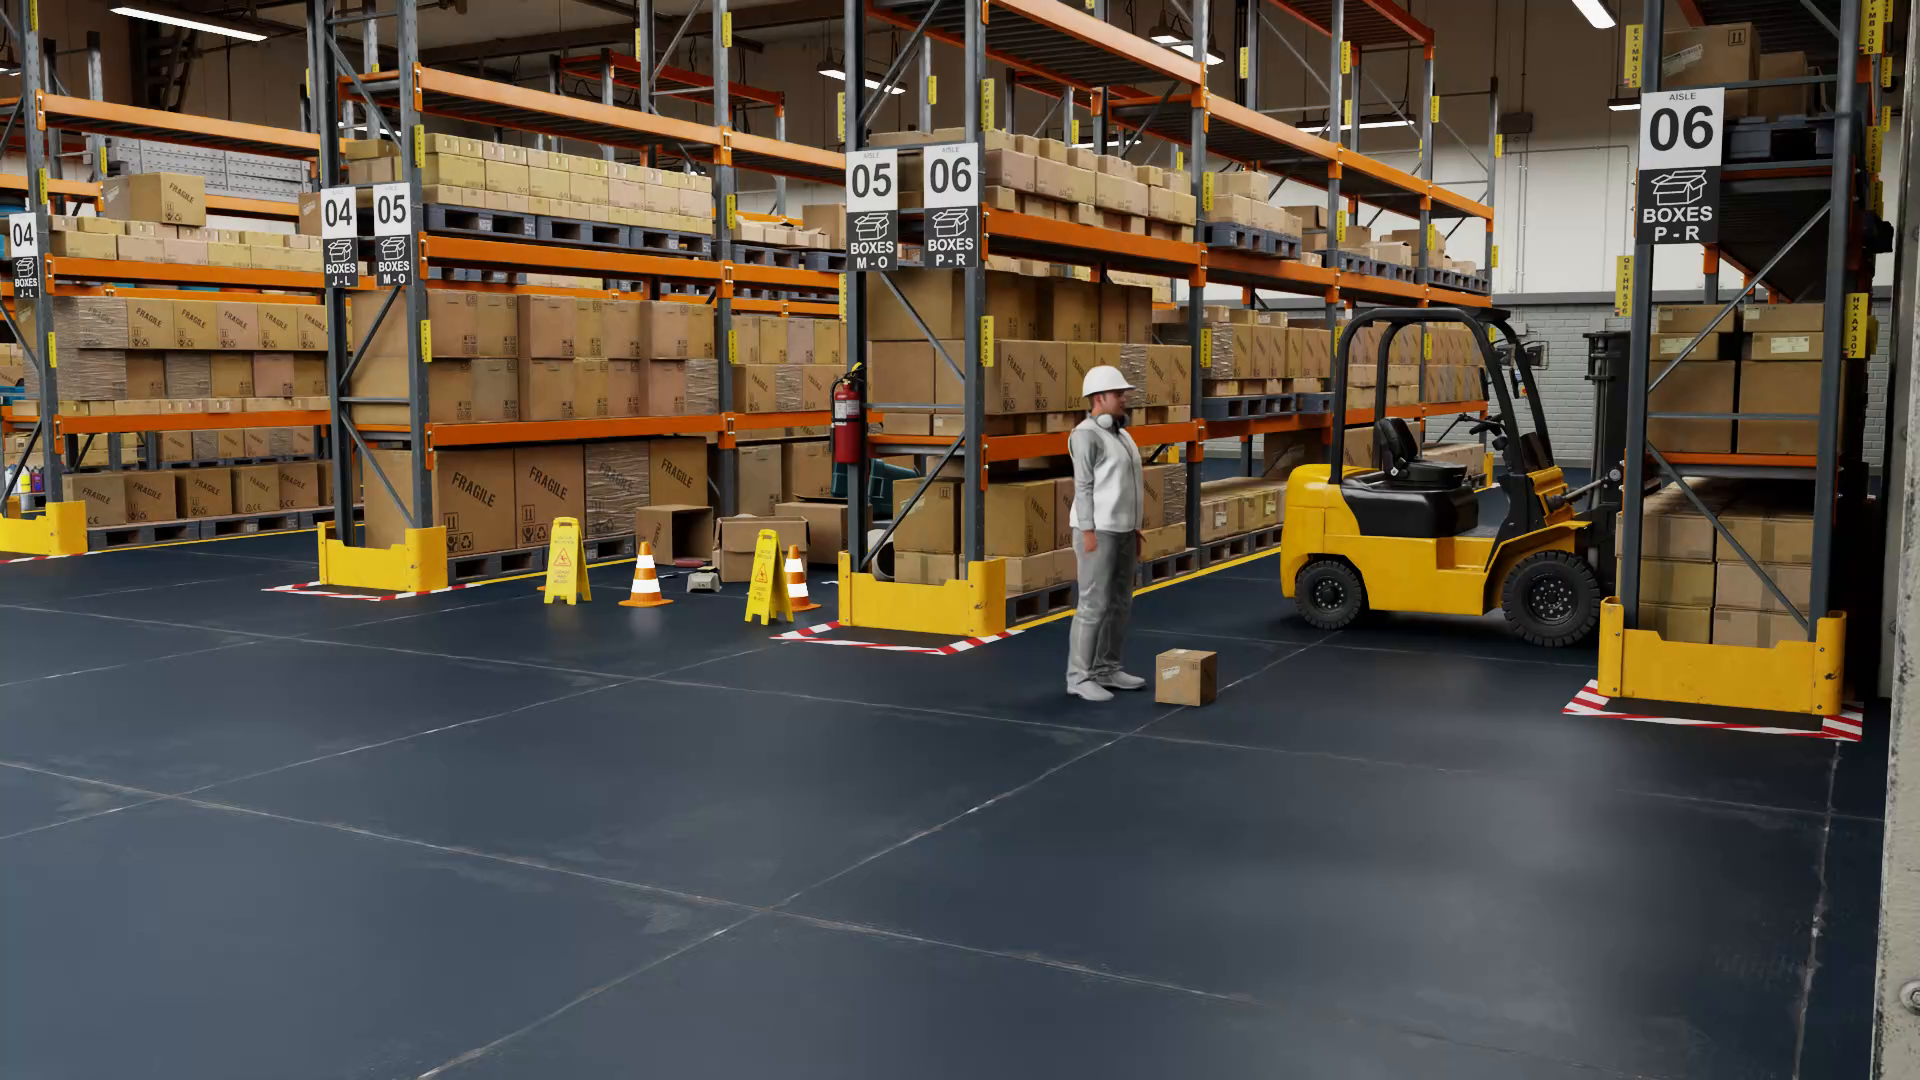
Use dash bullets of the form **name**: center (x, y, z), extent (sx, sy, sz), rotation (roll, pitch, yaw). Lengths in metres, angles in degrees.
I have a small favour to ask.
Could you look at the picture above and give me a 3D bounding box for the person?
- **person**: center (0.804, -0.043, 9.017), extent (0.356, 1.793, 0.544), rotation (3, 7, 30)
